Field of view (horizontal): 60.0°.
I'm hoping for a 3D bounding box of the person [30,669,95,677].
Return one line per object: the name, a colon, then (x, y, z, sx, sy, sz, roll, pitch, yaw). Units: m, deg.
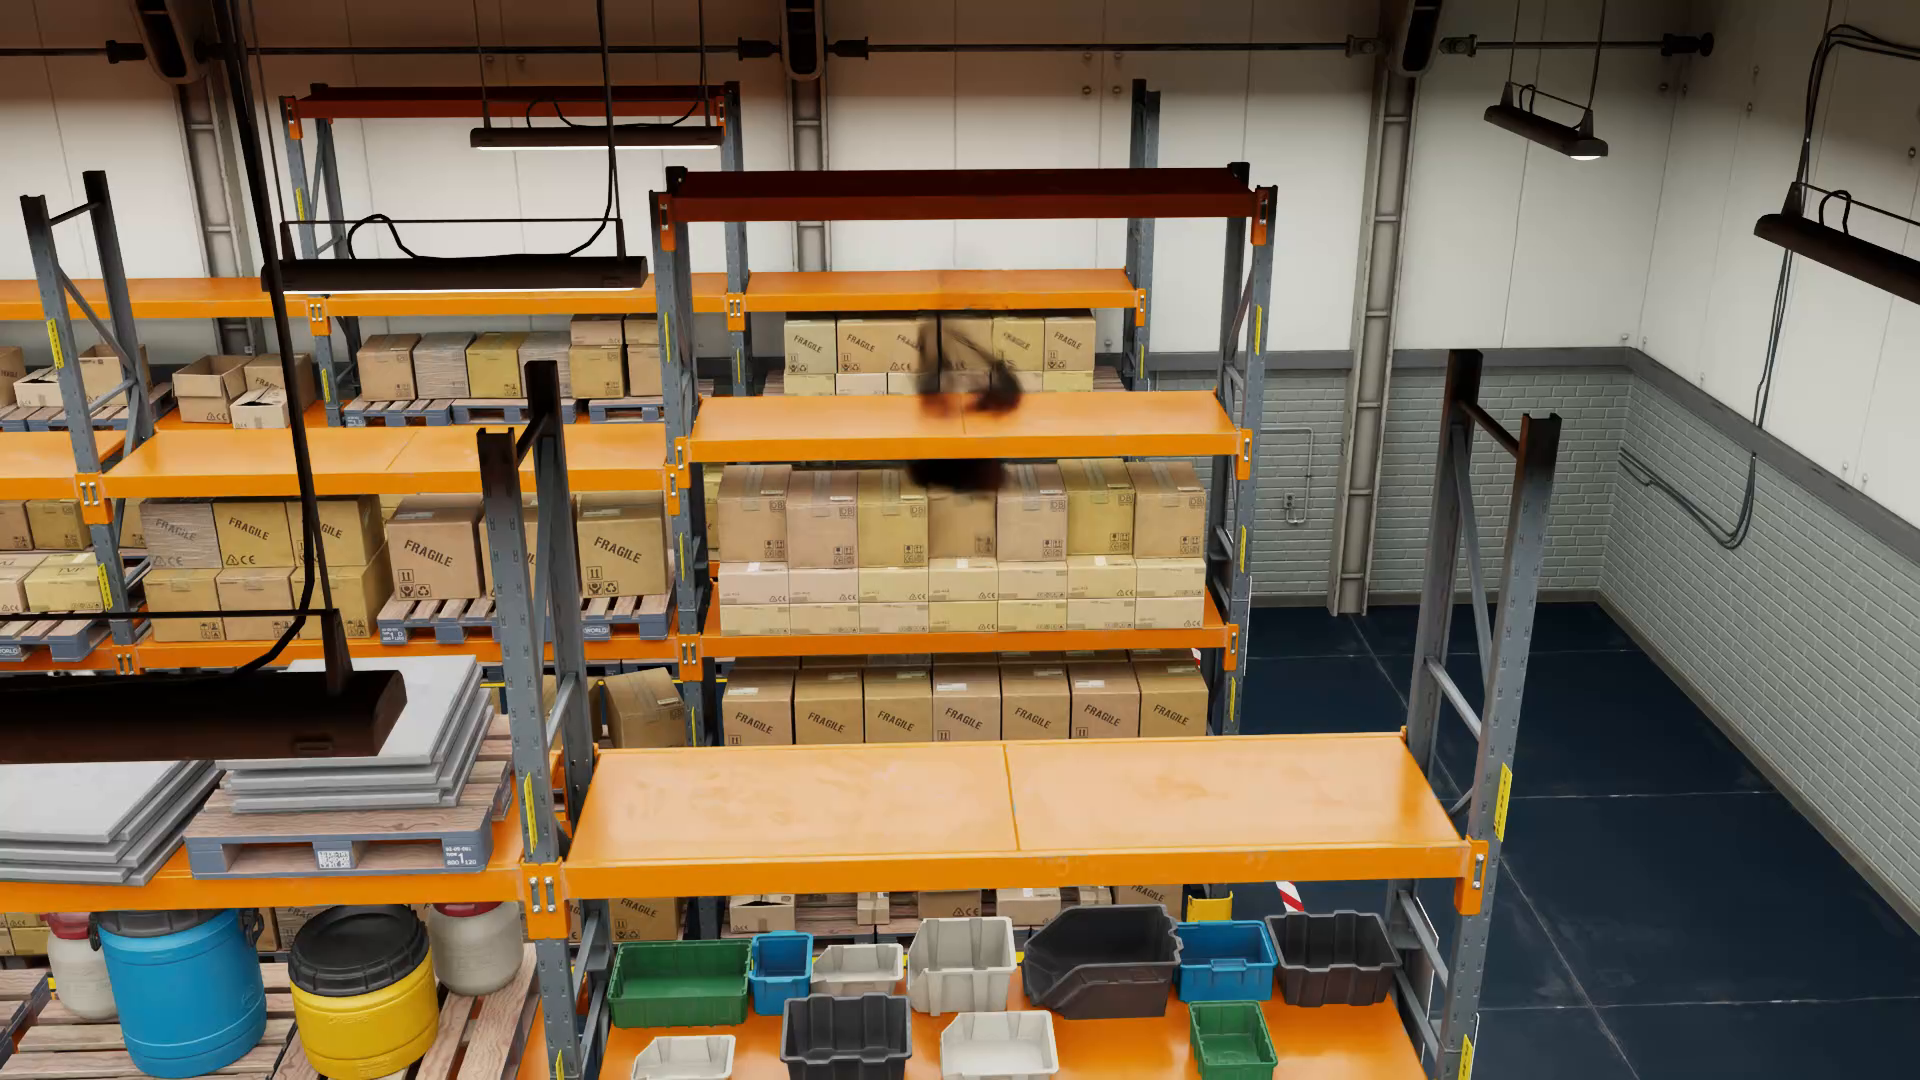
person: (-7.891, 1.543, 14.942, 0.907, 1.804, 0.636, -7, 23, -17)
